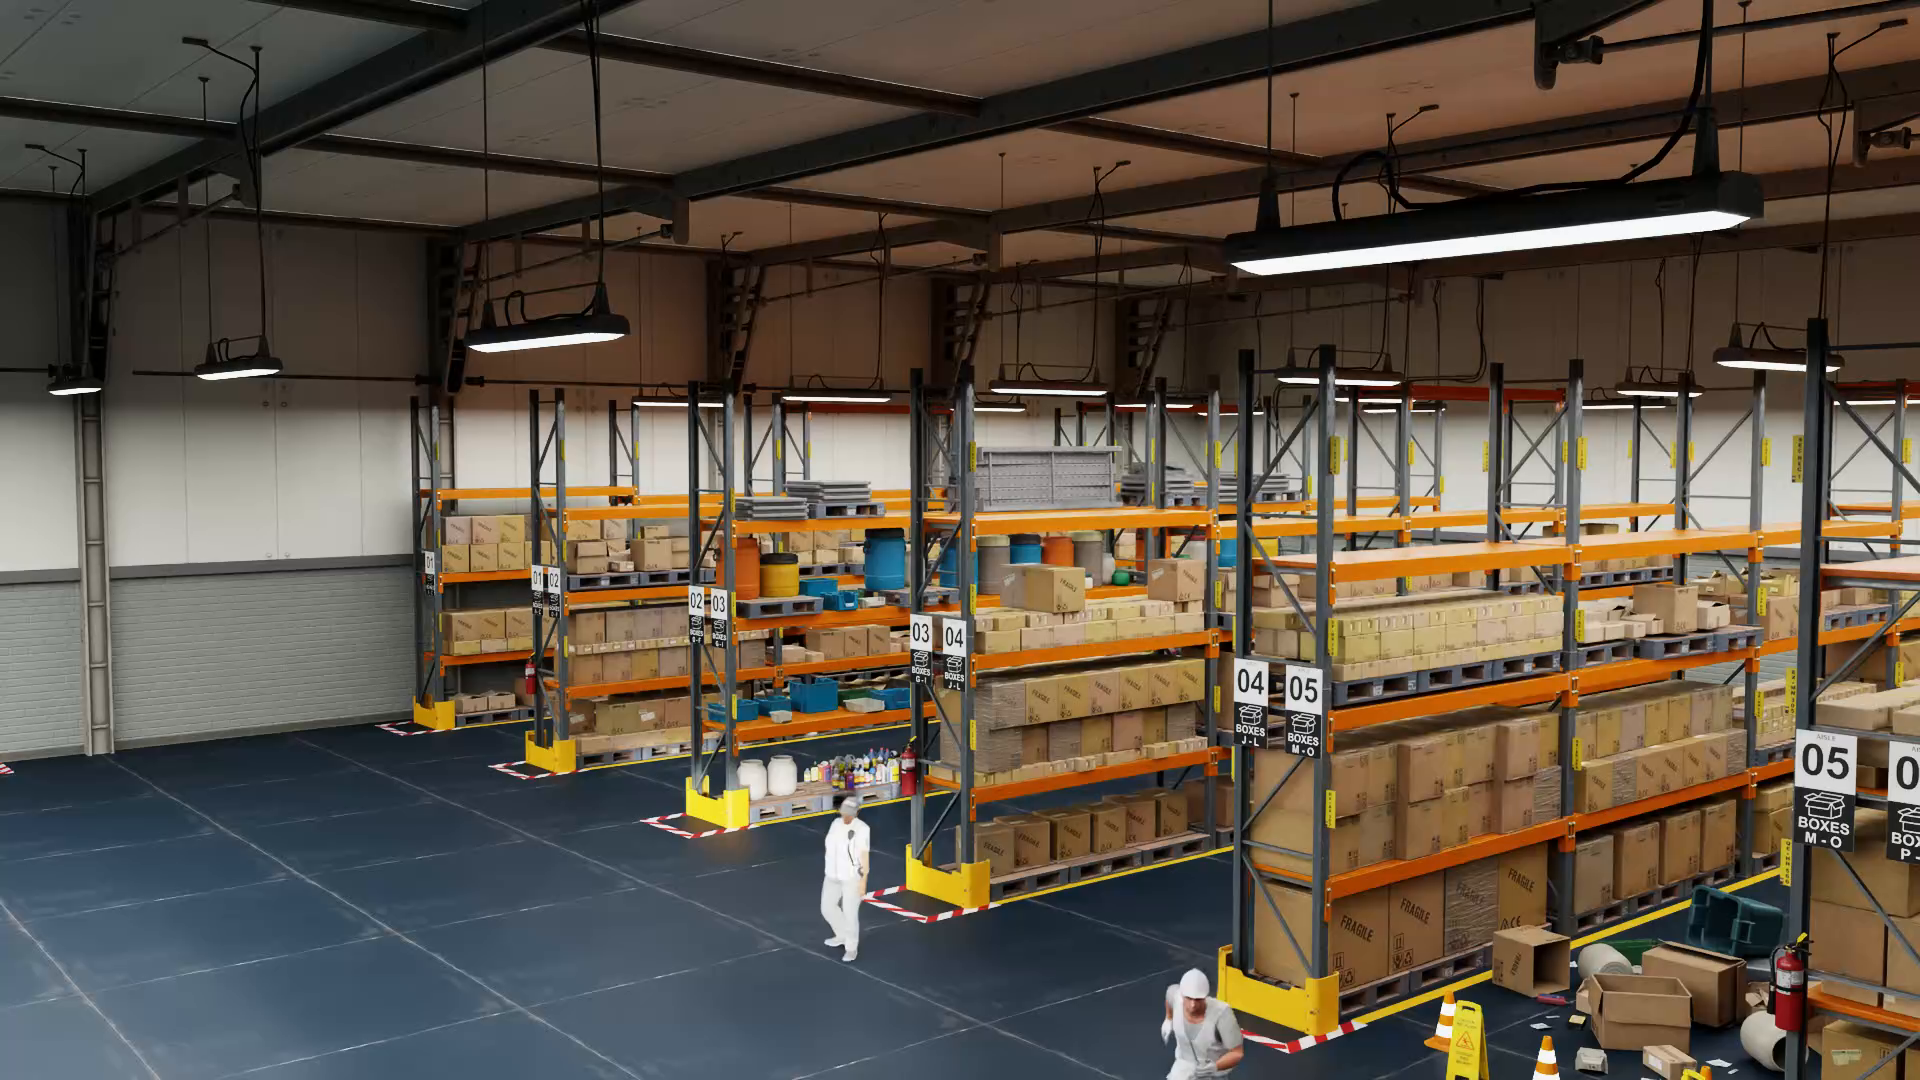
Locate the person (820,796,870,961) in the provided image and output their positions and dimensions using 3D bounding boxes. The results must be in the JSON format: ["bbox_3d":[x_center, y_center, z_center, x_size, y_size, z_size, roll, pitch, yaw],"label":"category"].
[{"bbox_3d":[-1.157,3.360,16.674,0.617,1.645,0.512,2,4,29],"label":"person"}]

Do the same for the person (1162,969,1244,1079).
[{"bbox_3d":[1.677,3.659,11.523,0.696,1.590,1.115,2,4,25],"label":"person"}]
